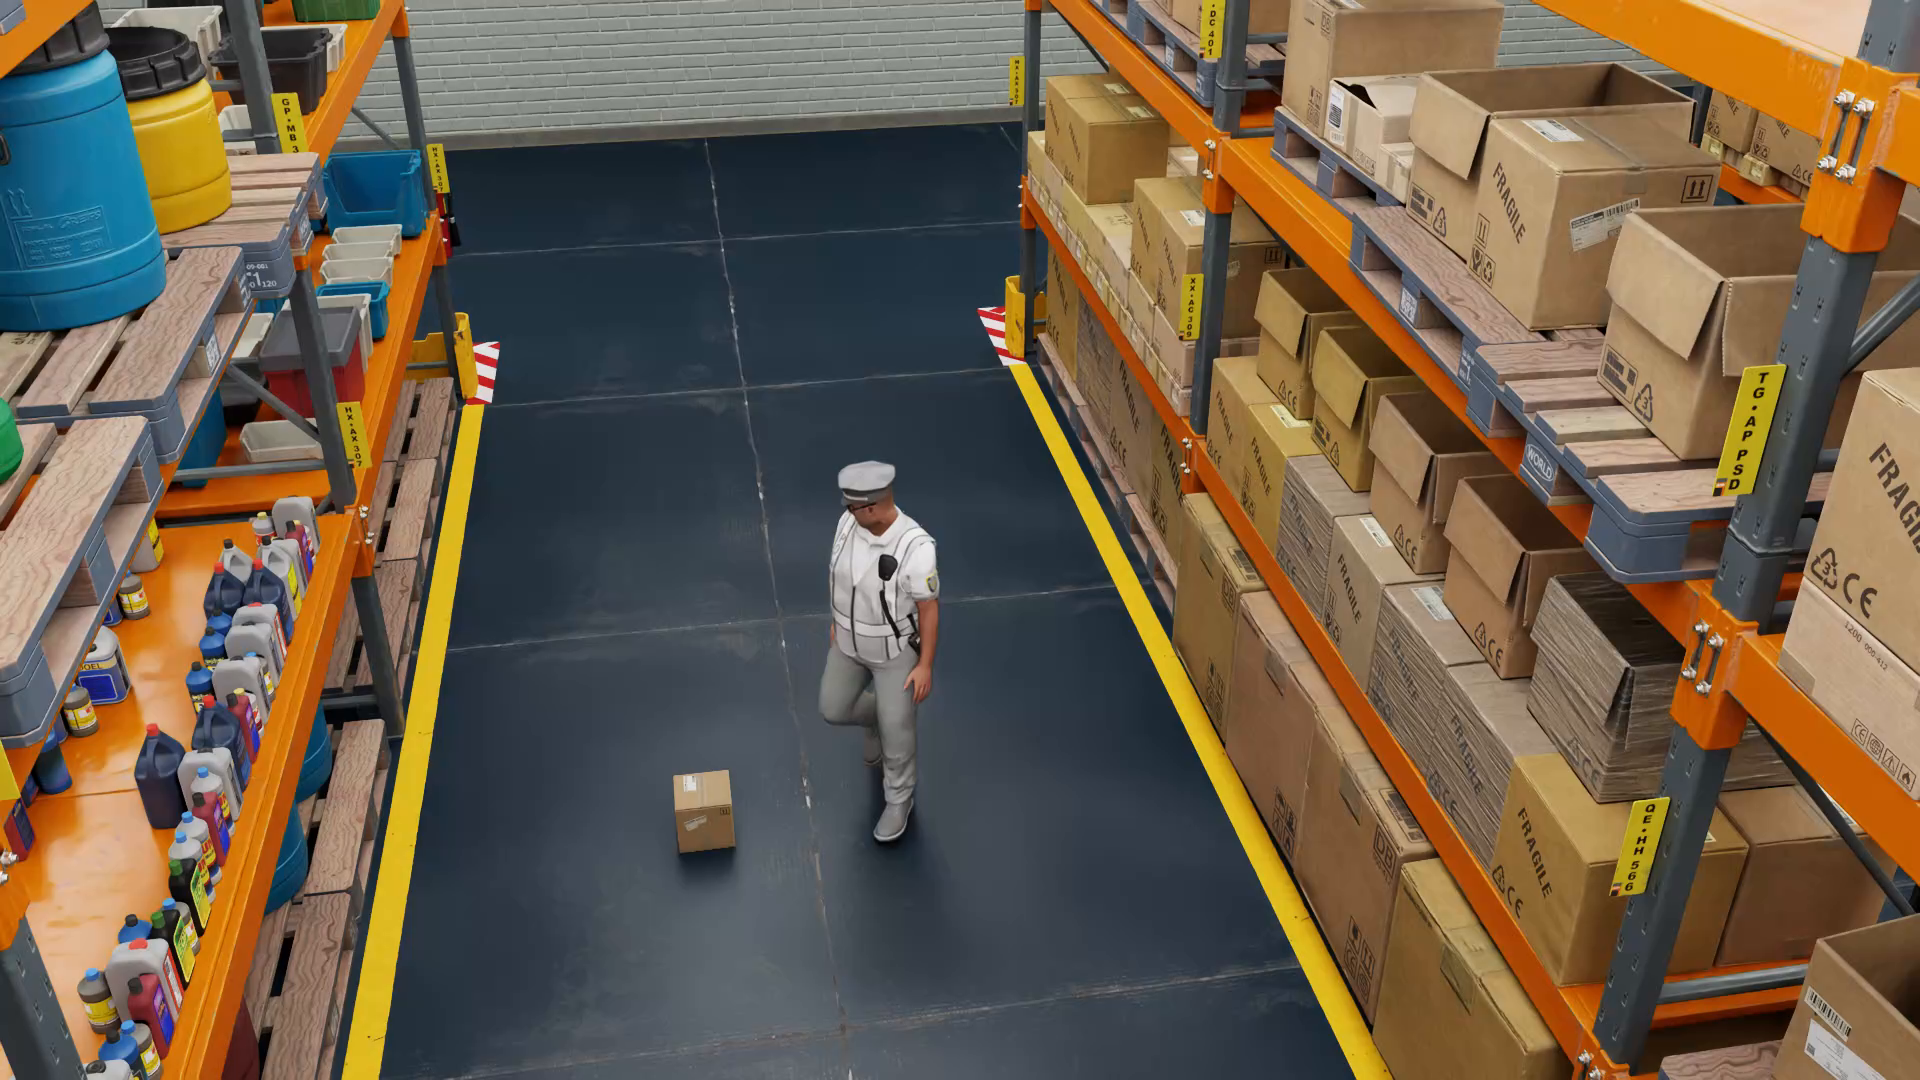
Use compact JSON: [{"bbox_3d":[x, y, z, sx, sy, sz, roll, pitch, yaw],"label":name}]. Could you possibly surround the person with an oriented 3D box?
[{"bbox_3d":[-0.337,0.445,7.355,0.584,1.738,0.630,17,34,26],"label":"person"}]
